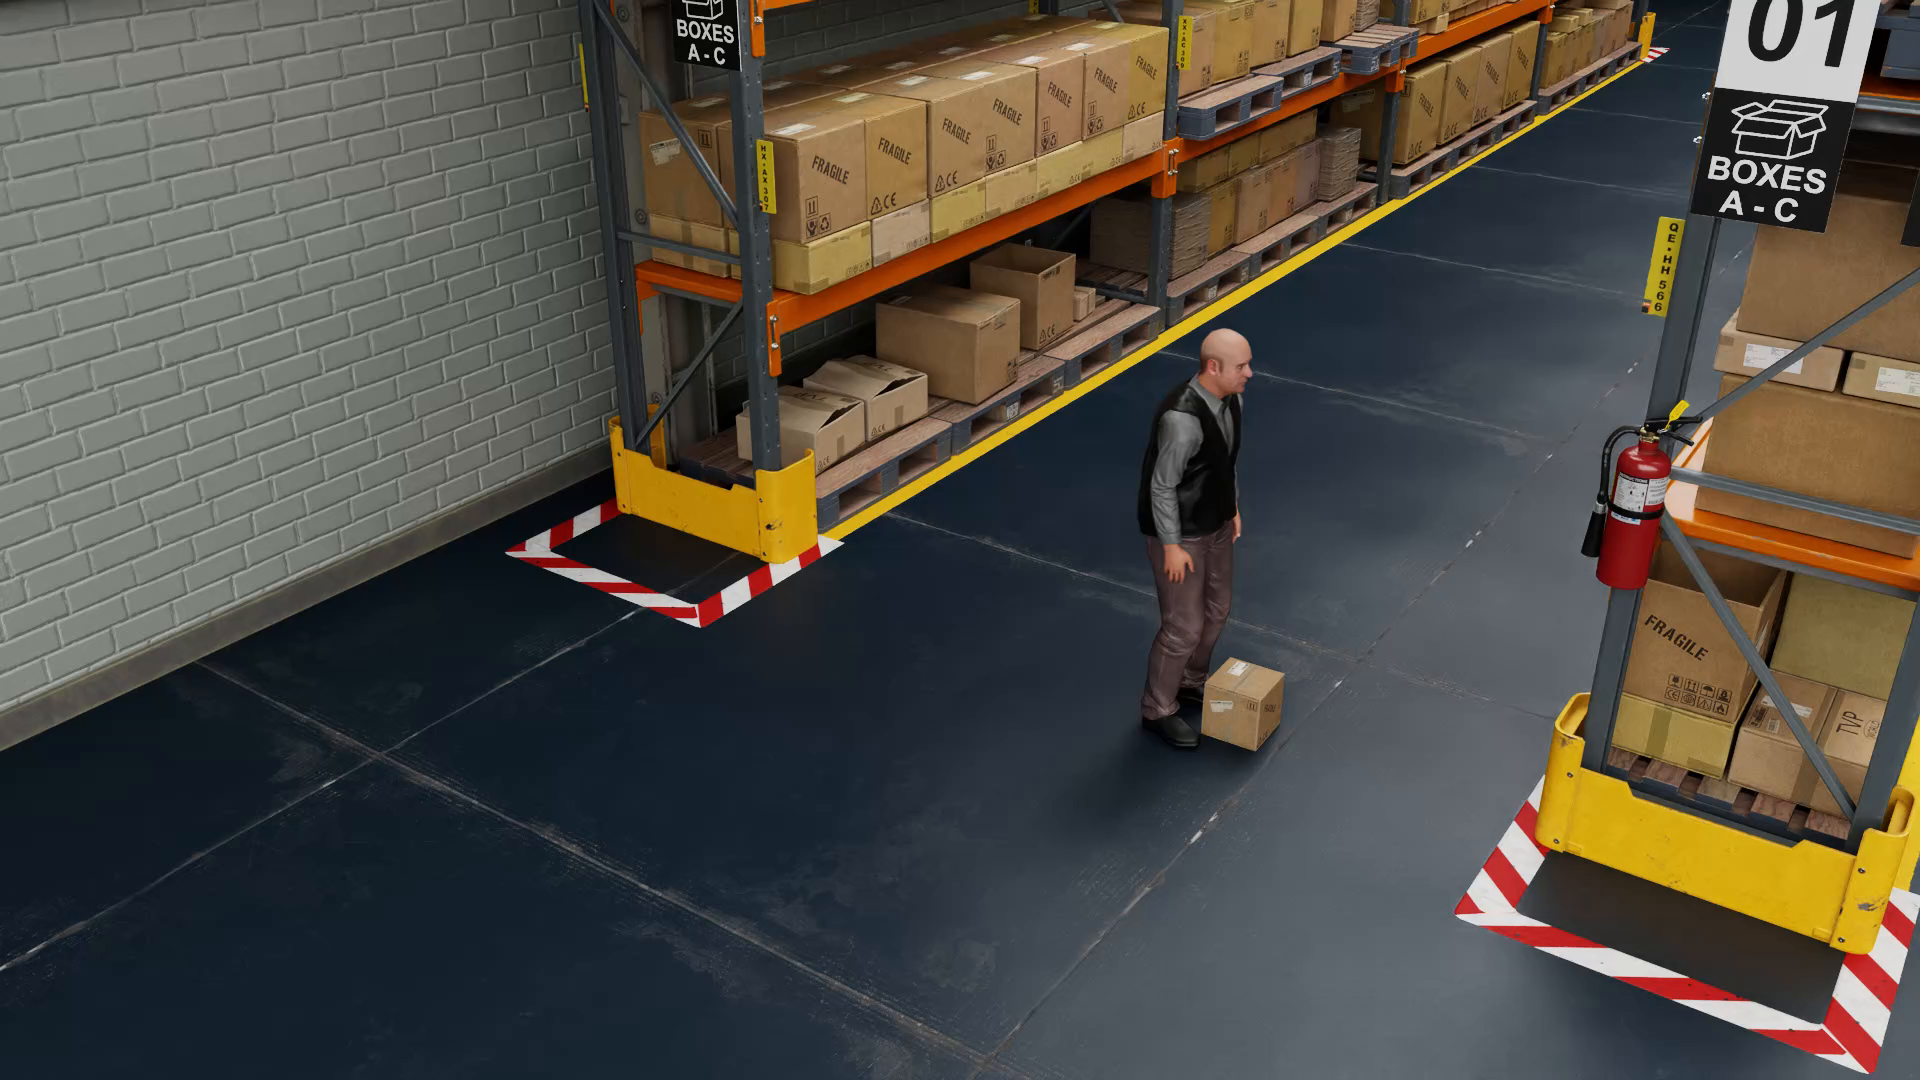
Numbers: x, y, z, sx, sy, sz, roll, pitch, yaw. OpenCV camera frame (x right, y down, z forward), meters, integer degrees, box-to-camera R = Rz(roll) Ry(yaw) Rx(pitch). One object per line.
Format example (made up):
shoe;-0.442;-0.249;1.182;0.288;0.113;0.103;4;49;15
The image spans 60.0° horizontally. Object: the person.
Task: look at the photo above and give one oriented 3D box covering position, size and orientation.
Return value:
person;0.938;-0.041;6.725;0.420;1.721;0.581;17;32;31
